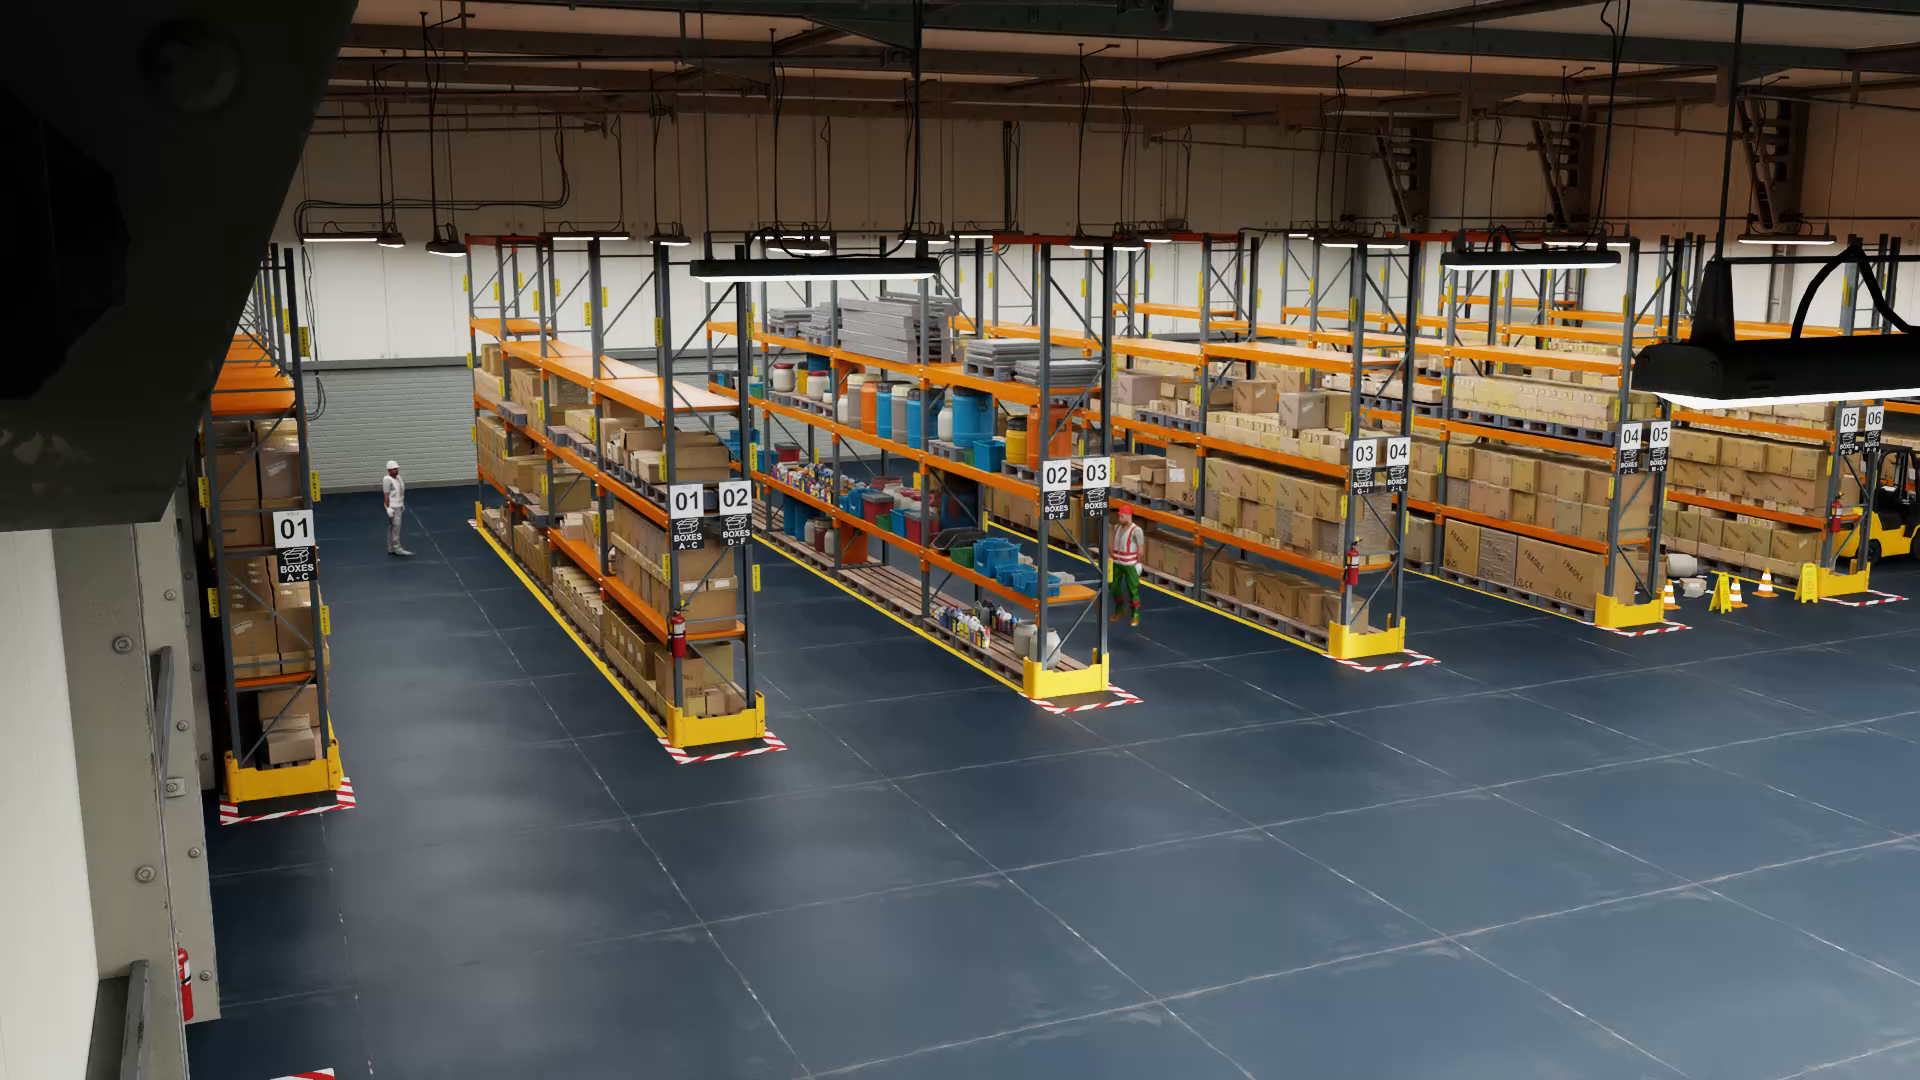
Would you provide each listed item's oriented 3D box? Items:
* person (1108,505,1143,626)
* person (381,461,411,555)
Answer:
[{"bbox_3d":[2.480,0.387,24.921,0.583,1.848,0.425,9,14,38],"label":"person"},{"bbox_3d":[-10.737,-0.633,31.696,0.465,1.791,0.585,-2,11,-10],"label":"person"}]
